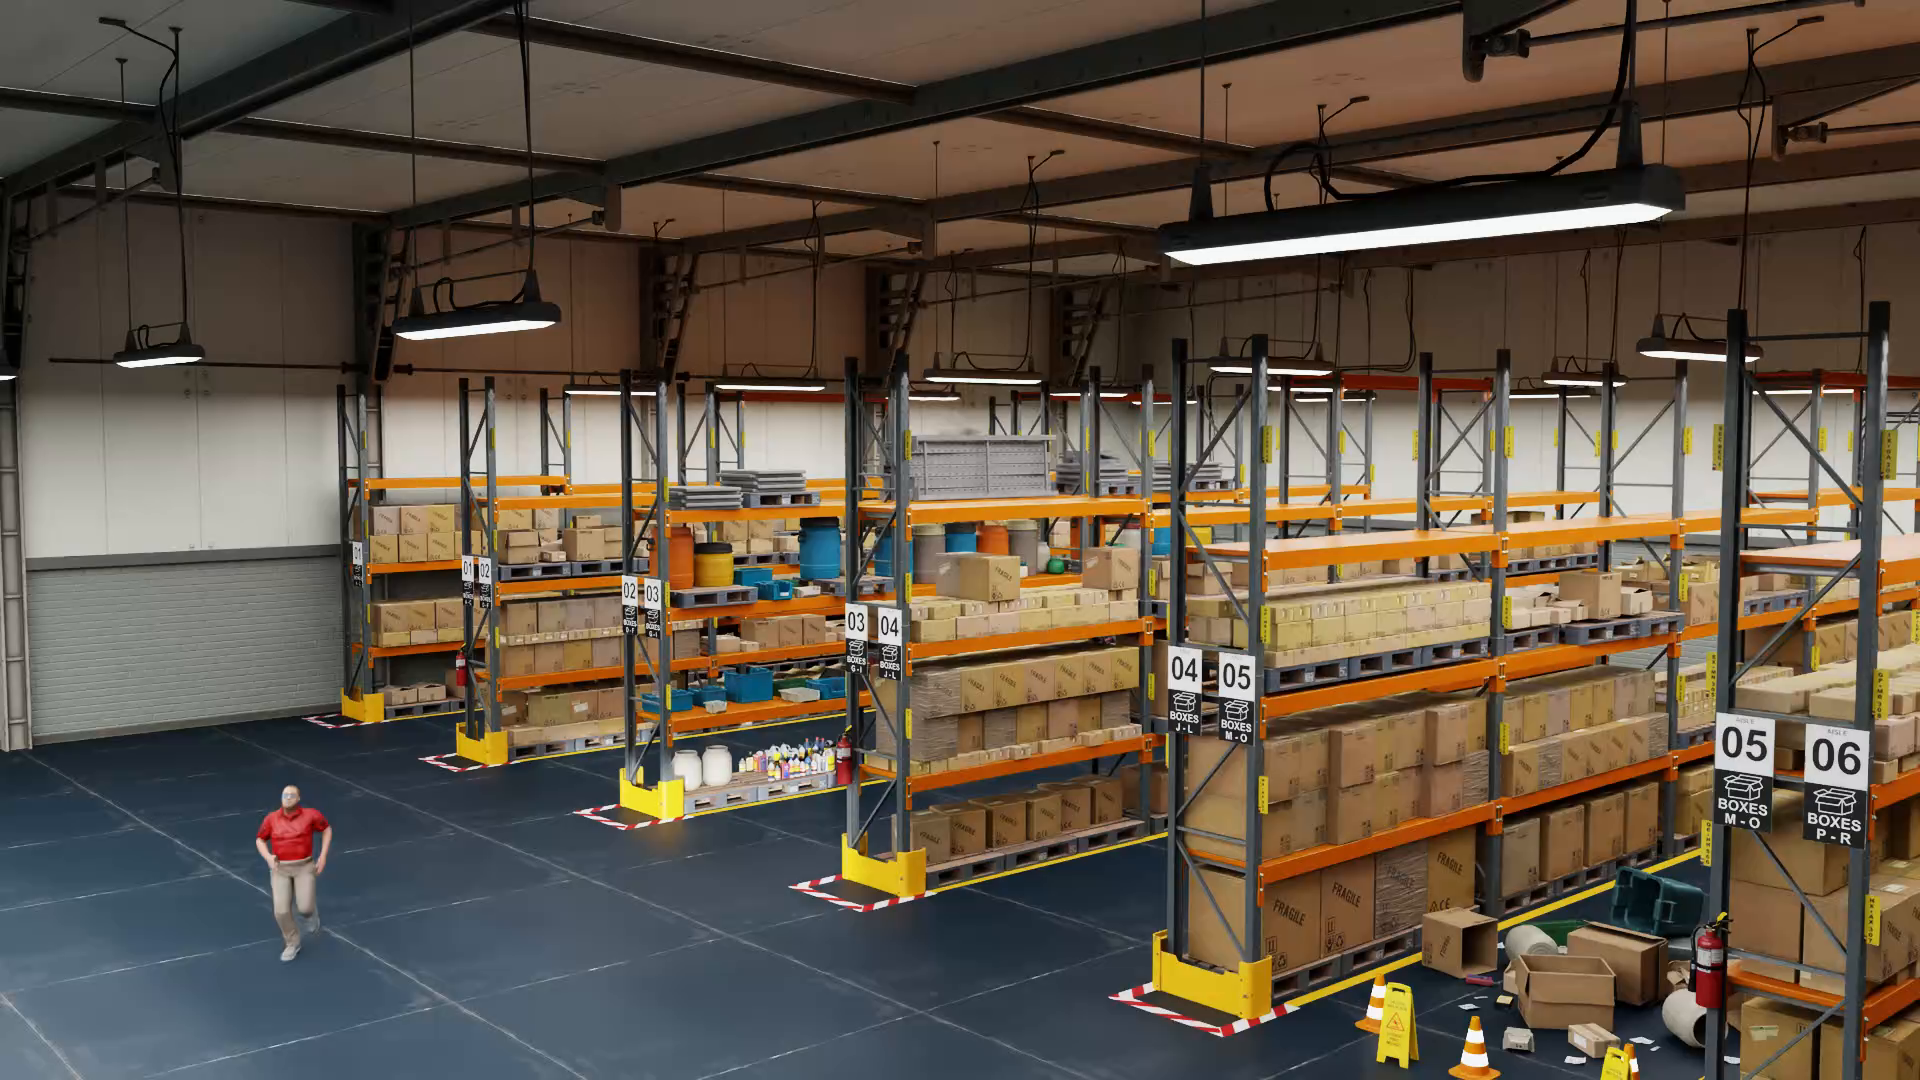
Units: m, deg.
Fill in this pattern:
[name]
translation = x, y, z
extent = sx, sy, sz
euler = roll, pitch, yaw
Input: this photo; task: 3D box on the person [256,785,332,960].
[person]
translation = -6.587, 3.255, 16.414
extent = 0.679, 1.692, 0.627
euler = -1, 4, -15
